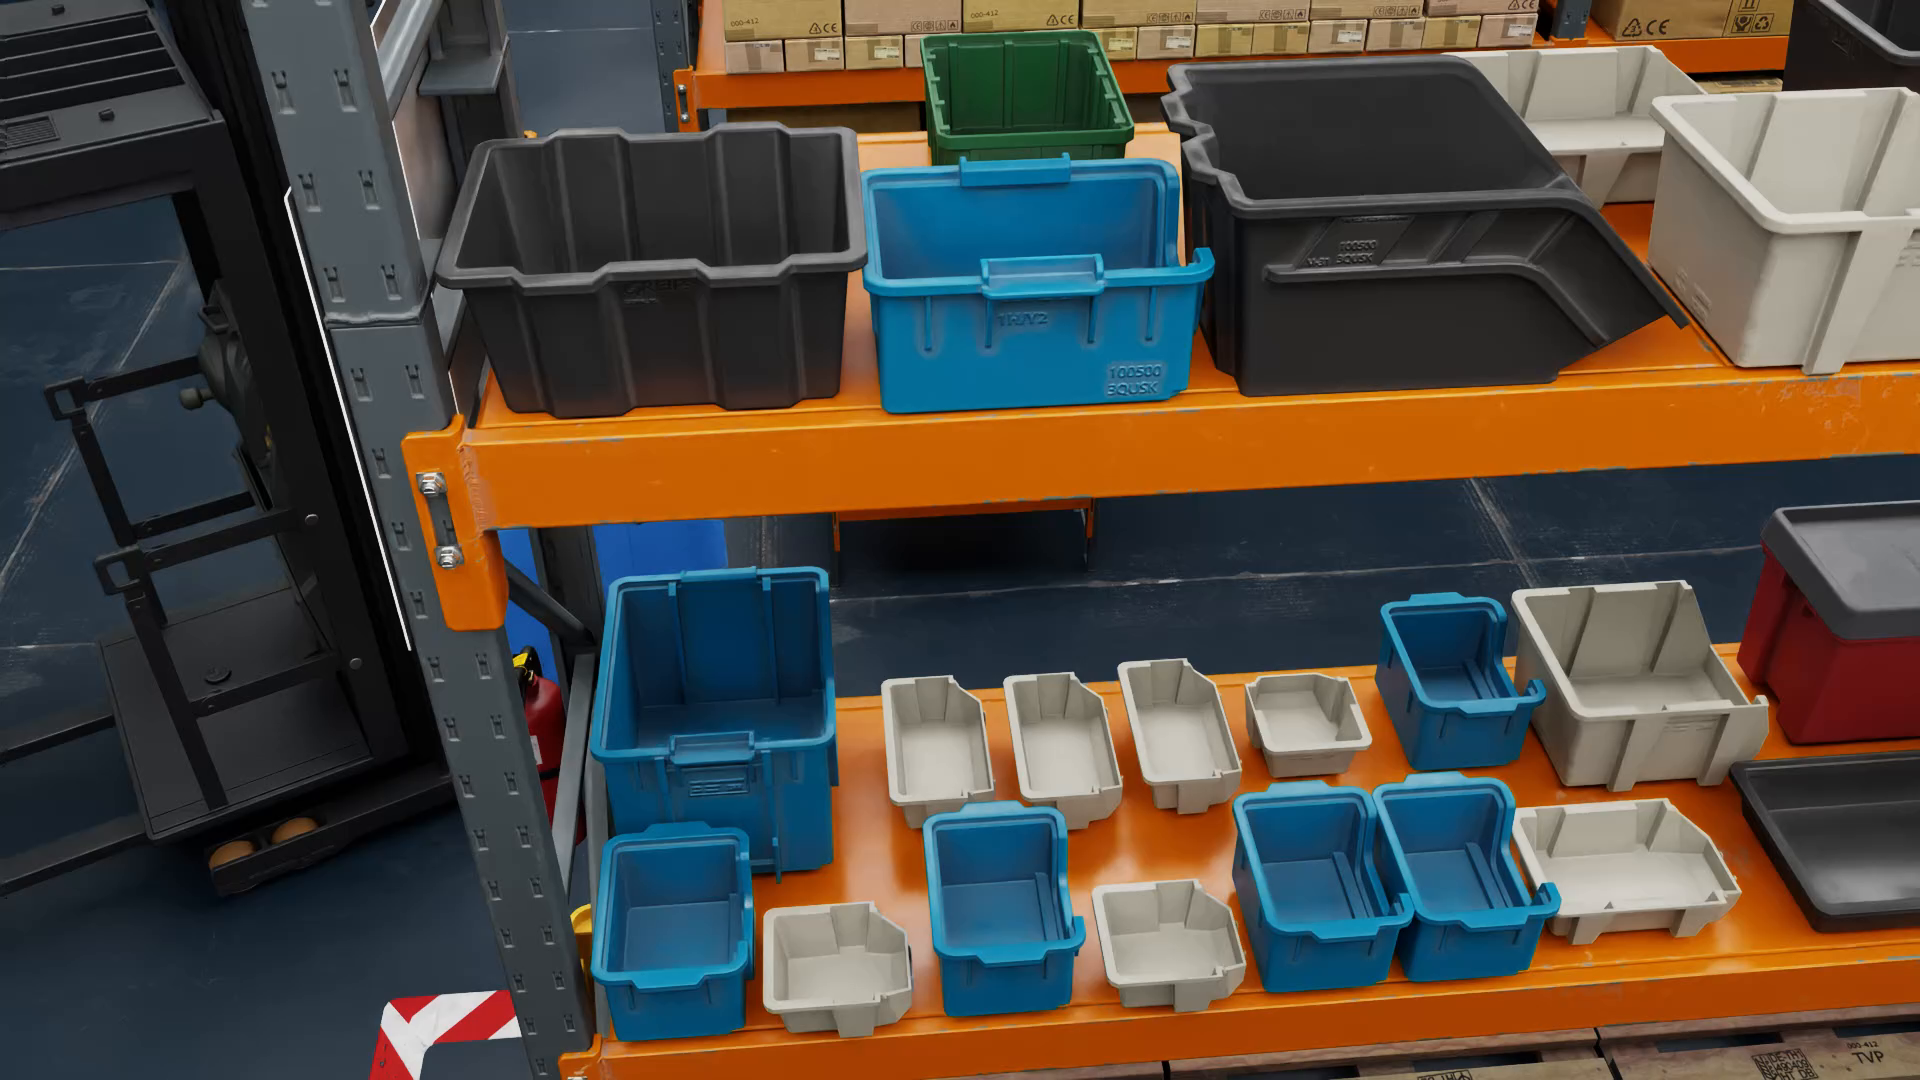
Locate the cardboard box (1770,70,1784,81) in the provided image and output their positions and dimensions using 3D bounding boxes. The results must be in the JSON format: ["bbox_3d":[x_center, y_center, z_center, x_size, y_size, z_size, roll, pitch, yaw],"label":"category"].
[{"bbox_3d":[4.224,-2.125,8.398,0.875,0.875,1.225,-4,38,-6],"label":"cardboard box"}]

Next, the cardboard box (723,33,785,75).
[{"bbox_3d":[-0.903,-2.195,7.313,0.250,0.149,0.380,-3,38,-3],"label":"cardboard box"}]

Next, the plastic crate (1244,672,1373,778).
[{"bbox_3d":[0.808,0.437,3.940,0.250,0.136,0.298,-3,38,-4],"label":"plastic crate"}]

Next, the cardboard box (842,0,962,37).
[{"bbox_3d":[-0.266,-2.428,7.287,0.500,0.250,0.500,-4,38,-5],"label":"cardboard box"}]

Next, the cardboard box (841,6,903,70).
[{"bbox_3d":[-0.392,-2.224,7.350,0.250,0.149,0.380,-4,38,-5],"label":"cardboard box"}]

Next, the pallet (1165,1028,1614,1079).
[{"bbox_3d":[1.190,1.586,4.569,1.213,0.211,1.003,-3,38,-4],"label":"pallet"}]

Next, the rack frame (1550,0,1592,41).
[{"bbox_3d":[2.699,-2.697,7.747,0.127,3.000,1.000,-3,38,-4],"label":"rack frame"}]

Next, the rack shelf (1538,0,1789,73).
[{"bbox_3d":[4.691,-2.525,8.109,4.000,0.370,1.077,-3,38,-4],"label":"rack shelf"}]

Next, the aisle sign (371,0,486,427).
[{"bbox_3d":[-0.944,-0.619,3.015,0.004,0.787,0.394,-3,38,-4],"label":"aisle sign"}]

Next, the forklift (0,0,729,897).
[{"bbox_3d":[-2.316,-0.399,4.890,3.031,2.935,1.130,-20,43,-24],"label":"forklift"}]

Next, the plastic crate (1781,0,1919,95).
[{"bbox_3d":[1.876,-0.869,3.113,0.590,0.269,0.497,-3,38,-4],"label":"plastic crate"}]

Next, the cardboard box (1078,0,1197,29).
[{"bbox_3d":[0.754,-2.485,7.359,0.500,0.250,0.500,-4,38,-5],"label":"cardboard box"}]

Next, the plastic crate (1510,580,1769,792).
[{"bbox_3d":[1.600,0.352,3.930,0.530,0.282,0.437,-3,38,-4],"label":"plastic crate"}]

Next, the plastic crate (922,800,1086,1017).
[{"bbox_3d":[0.084,0.774,3.435,0.300,0.233,0.416,-3,38,-4],"label":"plastic crate"}]

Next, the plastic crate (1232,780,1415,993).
[{"bbox_3d":[0.740,0.738,3.480,0.300,0.233,0.416,-3,38,-4],"label":"plastic crate"}]

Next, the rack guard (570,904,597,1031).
[{"bbox_3d":[-0.870,1.569,4.358,0.348,0.500,1.175,-3,38,-4],"label":"rack guard"}]

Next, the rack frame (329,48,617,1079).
[{"bbox_3d":[-0.847,0.578,3.596,0.127,3.000,1.000,-3,38,-4],"label":"rack frame"}]

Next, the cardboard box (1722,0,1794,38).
[{"bbox_3d":[3.680,-2.636,7.588,0.500,0.500,0.500,-3,38,-4],"label":"cardboard box"}]

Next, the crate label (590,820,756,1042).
[{"bbox_3d":[-0.572,0.810,3.389,0.303,0.233,0.416,-3,38,-4],"label":"crate label"}]

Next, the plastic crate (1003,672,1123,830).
[{"bbox_3d":[0.239,0.495,3.866,0.243,0.136,0.396,-3,38,-4],"label":"plastic crate"}]

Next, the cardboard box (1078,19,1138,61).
[{"bbox_3d":[0.629,-2.280,7.421,0.250,0.149,0.380,-4,38,-5],"label":"cardboard box"}]

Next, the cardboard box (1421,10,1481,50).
[{"bbox_3d":[2.167,-2.366,7.529,0.250,0.149,0.380,-2,38,-3],"label":"cardboard box"}]

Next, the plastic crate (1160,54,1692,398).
[{"bbox_3d":[0.699,-0.489,2.577,0.767,0.338,0.504,-3,38,-4],"label":"plastic crate"}]

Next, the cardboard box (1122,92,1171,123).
[{"bbox_3d":[1.138,-1.992,8.229,0.875,0.875,0.875,-3,38,-4],"label":"cardboard box"}]

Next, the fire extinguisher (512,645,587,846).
[{"bbox_3d":[-1.037,0.483,4.080,0.183,0.674,0.296,-3,38,-4],"label":"fire extinguisher"}]

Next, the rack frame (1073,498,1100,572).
[{"bbox_3d":[0.500,-0.469,6.436,0.032,1.125,0.500,-3,38,-4],"label":"rack frame"}]

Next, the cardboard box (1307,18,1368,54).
[{"bbox_3d":[1.656,-2.338,7.494,0.250,0.149,0.380,-2,38,-3],"label":"cardboard box"}]

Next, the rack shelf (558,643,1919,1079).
[{"bbox_3d":[1.145,0.751,3.958,4.000,0.370,1.077,-3,38,-4],"label":"rack shelf"}]

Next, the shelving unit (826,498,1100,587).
[{"bbox_3d":[-0.007,-0.441,6.401,1.048,1.125,0.538,-3,38,-4],"label":"shelving unit"}]

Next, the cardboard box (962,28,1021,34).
[{"bbox_3d":[0.121,-2.253,7.386,0.250,0.149,0.380,-4,38,-5],"label":"cardboard box"}]

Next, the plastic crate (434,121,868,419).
[{"bbox_3d":[-0.439,-0.397,2.516,0.590,0.269,0.497,-3,38,-4],"label":"plastic crate"}]

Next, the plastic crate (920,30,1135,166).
[{"bbox_3d":[0.110,-0.747,3.024,0.336,0.188,0.450,-3,38,-4],"label":"plastic crate"}]

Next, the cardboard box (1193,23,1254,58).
[{"bbox_3d":[1.144,-2.309,7.458,0.250,0.149,0.380,-4,38,-5],"label":"cardboard box"}]

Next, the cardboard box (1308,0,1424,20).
[{"bbox_3d":[1.767,-2.539,7.427,0.500,0.250,0.500,-2,38,-3],"label":"cardboard box"}]

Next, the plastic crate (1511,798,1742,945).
[{"bbox_3d":[1.430,0.720,3.581,0.466,0.136,0.293,-3,38,-4],"label":"plastic crate"}]

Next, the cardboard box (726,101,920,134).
[{"bbox_3d":[-0.655,-1.893,8.104,0.875,0.875,0.875,-3,38,-4],"label":"cardboard box"}]
